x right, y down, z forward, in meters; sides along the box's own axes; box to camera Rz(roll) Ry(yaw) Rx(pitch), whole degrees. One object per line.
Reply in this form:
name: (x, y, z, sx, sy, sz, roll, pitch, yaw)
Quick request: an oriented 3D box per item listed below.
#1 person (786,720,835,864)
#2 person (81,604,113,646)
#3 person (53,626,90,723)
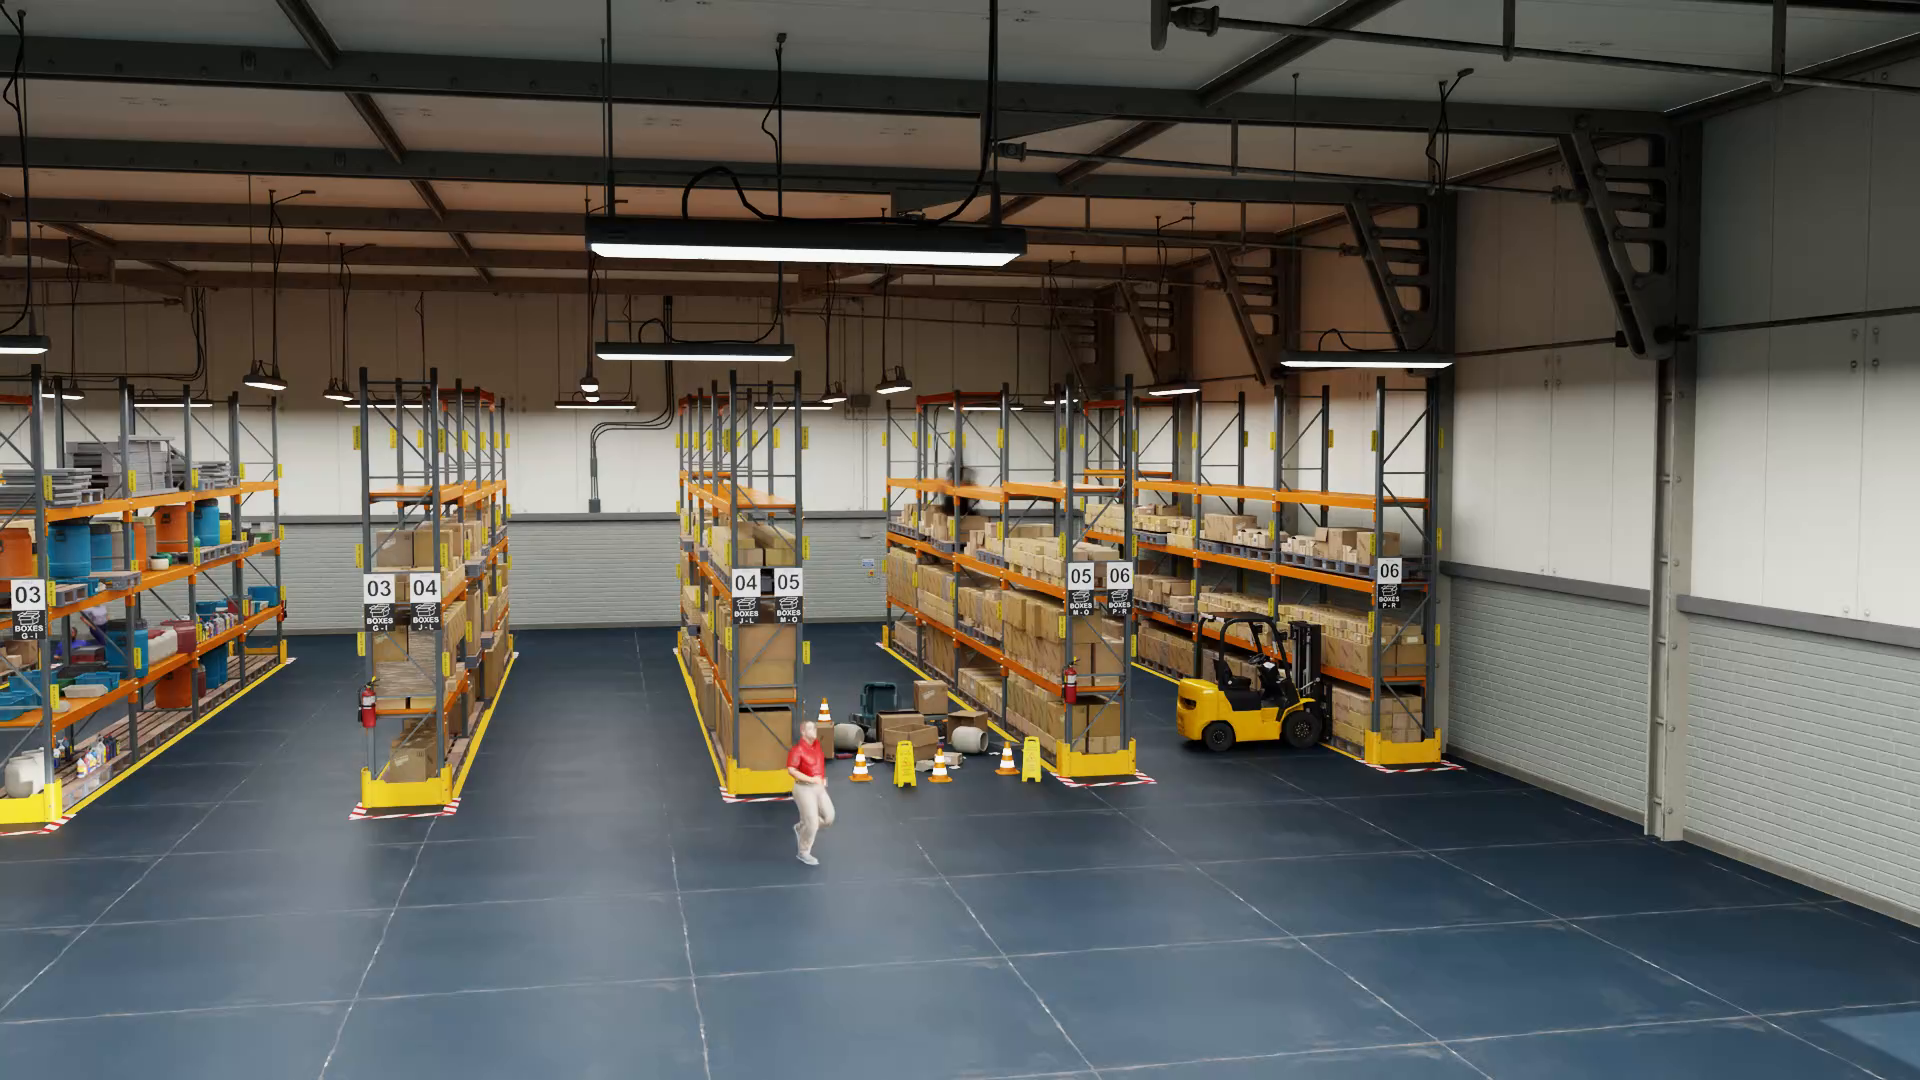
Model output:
person: (-1.767, 2.989, 19.754, 0.585, 1.686, 0.705, 2, 4, 30)
person: (-19.245, 2.001, 37.226, 0.534, 1.567, 0.609, 1, 4, 21)
person: (-15.885, 2.384, 29.804, 0.595, 1.685, 0.871, -1, 4, -14)
